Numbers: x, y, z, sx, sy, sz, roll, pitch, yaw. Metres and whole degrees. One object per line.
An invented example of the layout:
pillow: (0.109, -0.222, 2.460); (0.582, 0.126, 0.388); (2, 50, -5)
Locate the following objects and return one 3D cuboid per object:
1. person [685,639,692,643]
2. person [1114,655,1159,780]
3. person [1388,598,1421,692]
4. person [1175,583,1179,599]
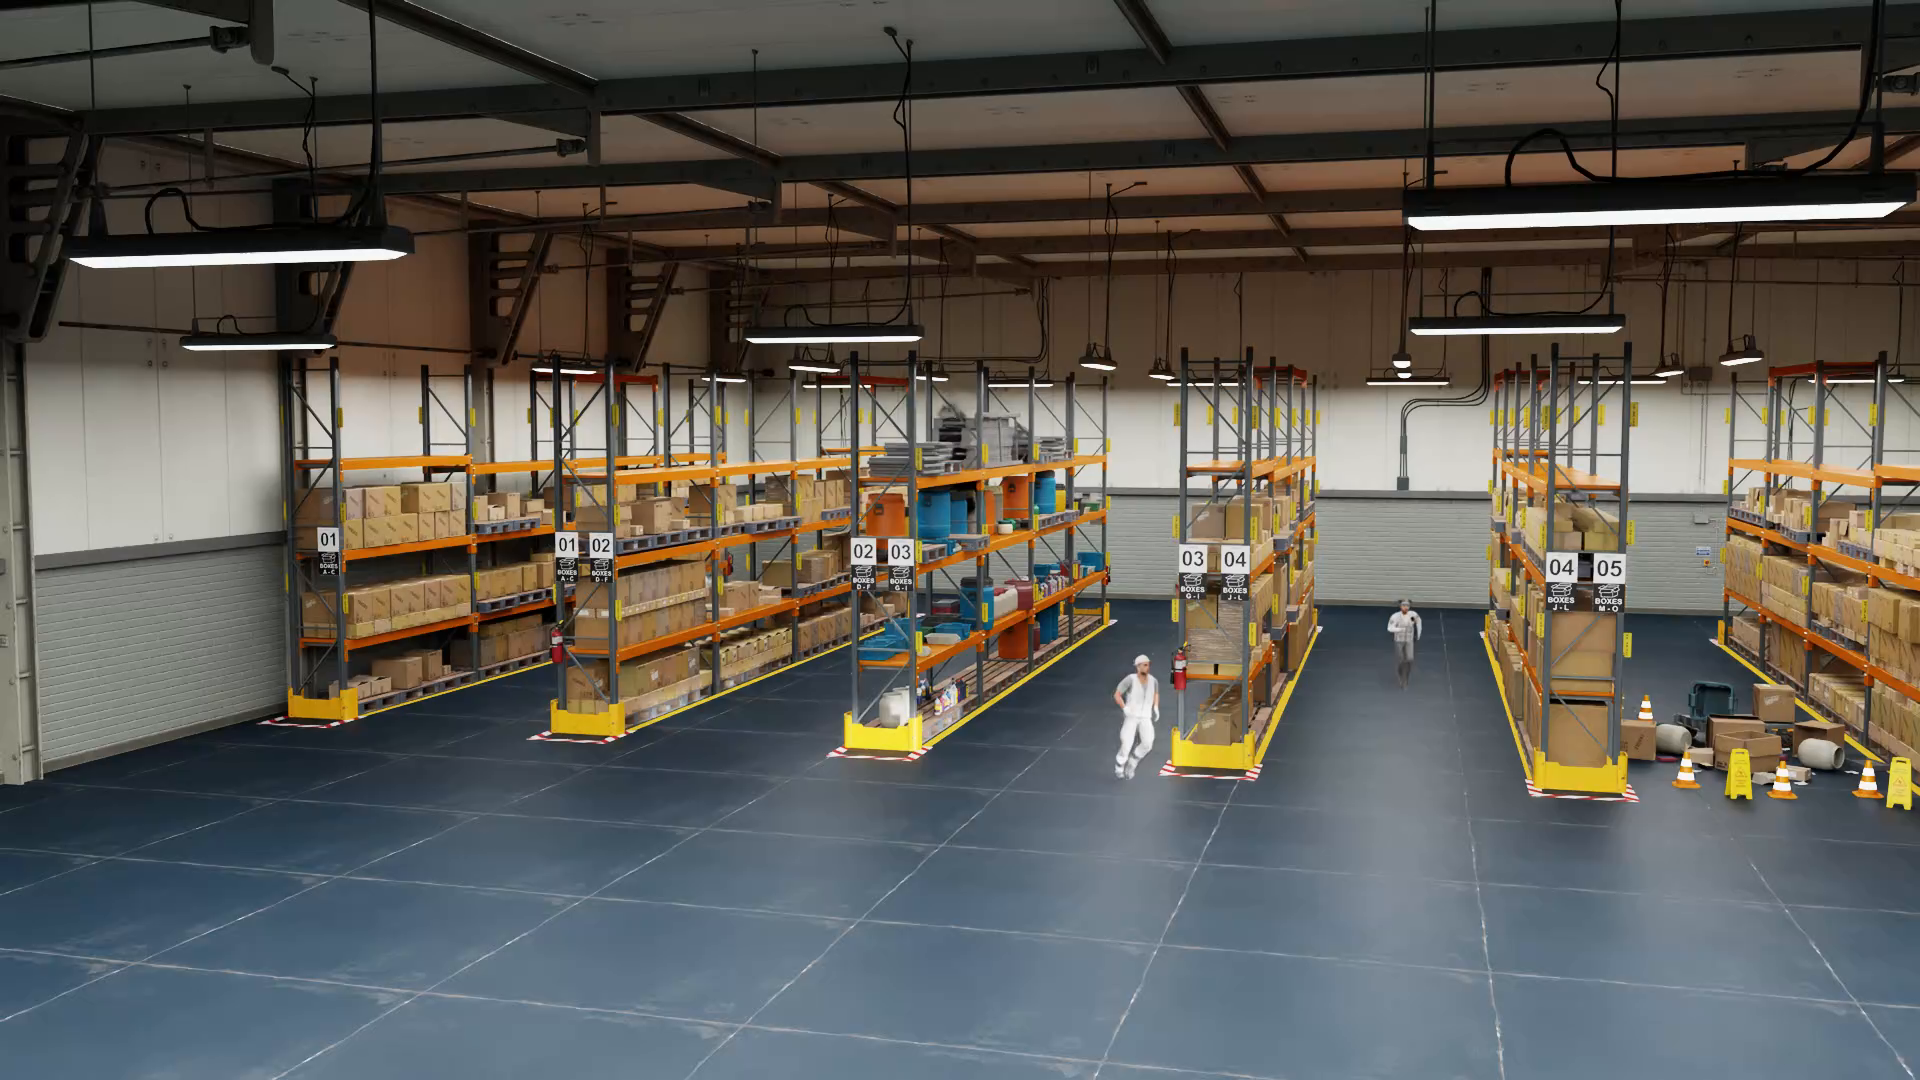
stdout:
person: (-6.063, 1.463, 36.988); (0.604, 1.659, 0.495); (1, 4, 14)
person: (2.463, 2.387, 22.974); (0.719, 1.602, 0.434); (-1, 4, -16)
person: (8.214, 1.912, 30.752); (0.638, 1.727, 0.828); (0, 4, 6)
person: (4.925, 1.552, 35.708); (0.650, 1.731, 0.933); (1, 4, 12)
